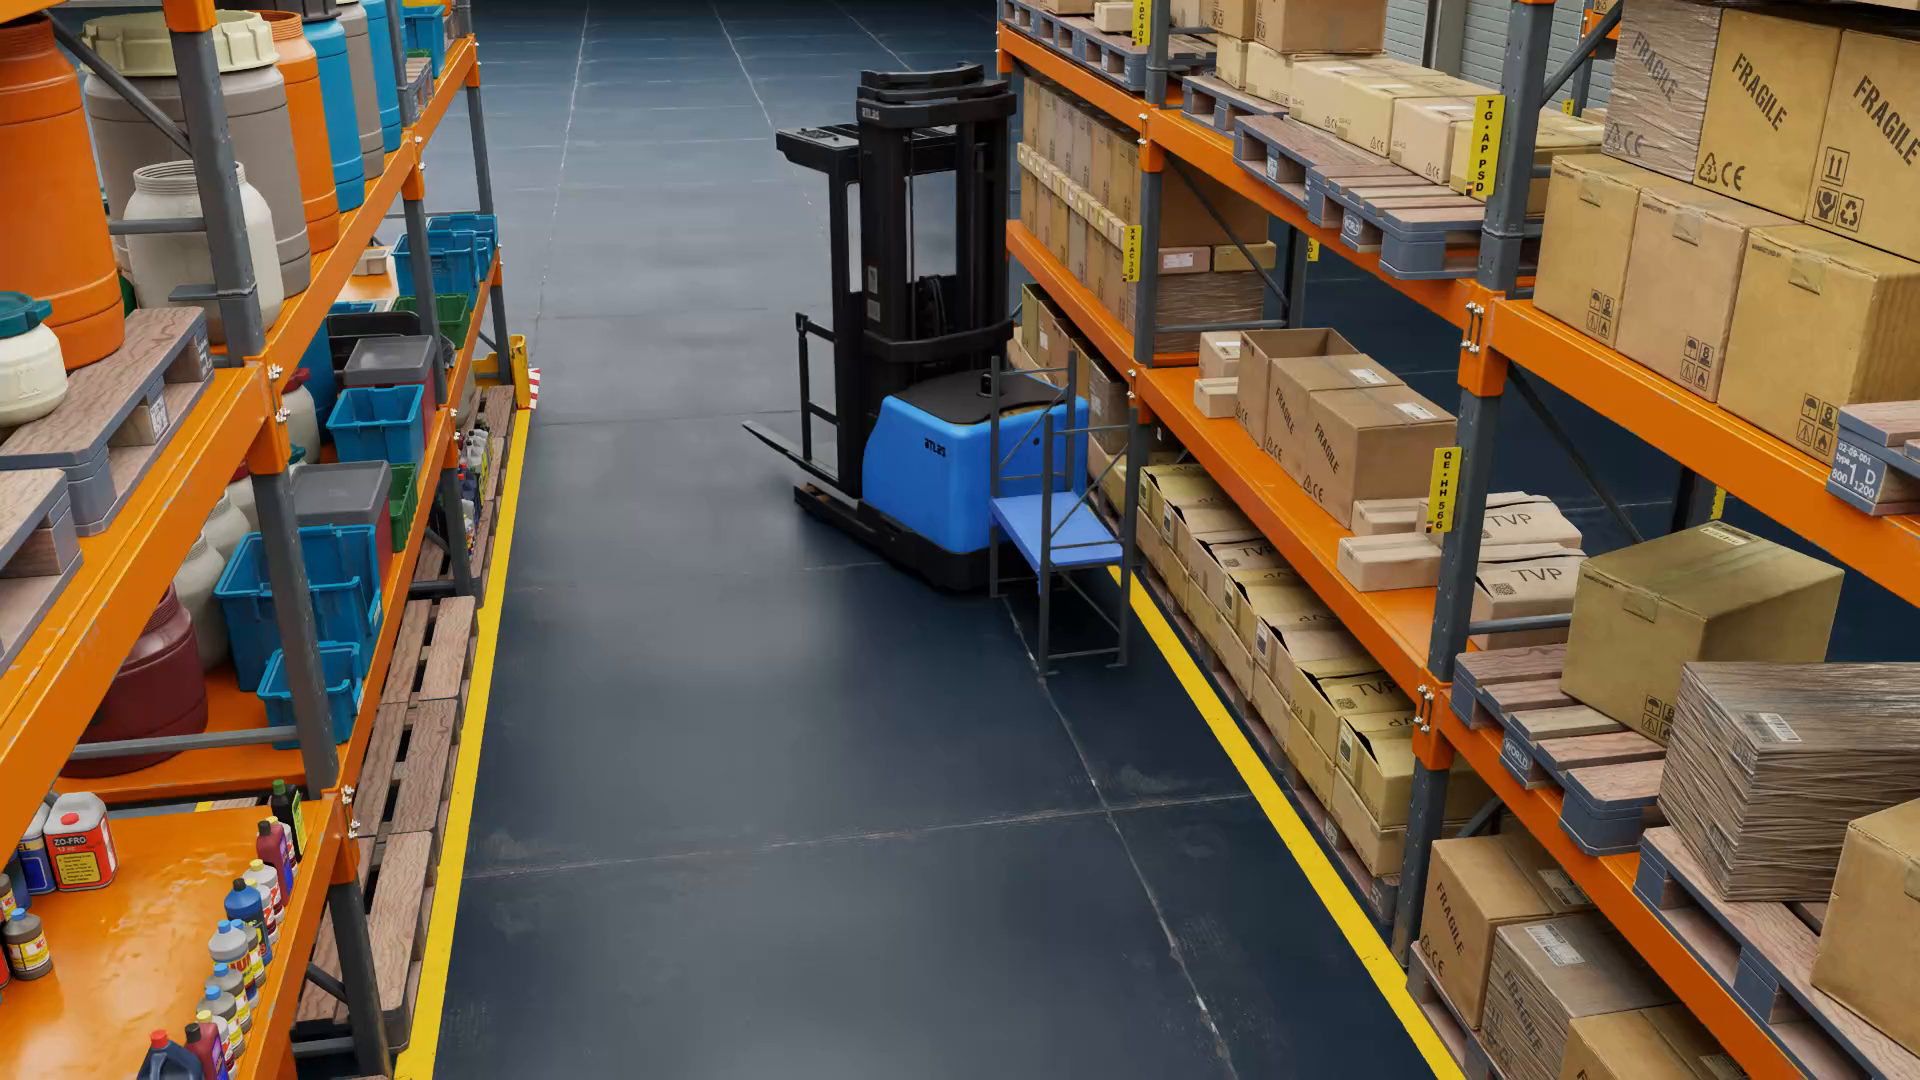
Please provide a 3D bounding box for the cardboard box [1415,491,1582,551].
[{"bbox_3d":[2.303,-0.014,7.146,0.500,0.311,0.500,-5,24,-10],"label":"cardboard box"}]

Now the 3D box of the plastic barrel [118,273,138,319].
[{"bbox_3d":[-2.687,-0.721,5.098,0.294,0.245,0.294,0,24,0],"label":"plastic barrel"}]

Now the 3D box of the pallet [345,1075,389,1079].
[{"bbox_3d":[-2.404,2.261,5.309,1.003,0.211,1.213,-4,24,-10],"label":"pallet"}]

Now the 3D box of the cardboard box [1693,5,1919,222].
[{"bbox_3d":[2.446,-1.195,4.616,0.500,0.500,0.500,-4,24,-10],"label":"cardboard box"}]

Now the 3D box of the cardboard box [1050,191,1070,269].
[{"bbox_3d":[1.060,-2.295,12.132,0.700,0.500,0.500,-4,24,-9],"label":"cardboard box"}]

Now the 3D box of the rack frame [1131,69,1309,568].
[{"bbox_3d":[1.538,-1.262,9.892,1.000,3.000,0.127,-4,24,-10],"label":"rack frame"}]

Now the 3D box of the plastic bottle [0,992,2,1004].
[{"bbox_3d":[-2.689,1.154,4.520,0.097,0.271,0.097,0,24,0],"label":"plastic bottle"}]

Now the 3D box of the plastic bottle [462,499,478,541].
[{"bbox_3d":[-3.045,-0.133,10.161,0.152,0.276,0.135,-3,24,-8],"label":"plastic bottle"}]

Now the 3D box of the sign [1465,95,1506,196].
[{"bbox_3d":[1.731,-1.299,5.484,0.100,0.325,0.005,-4,24,-10],"label":"sign"}]

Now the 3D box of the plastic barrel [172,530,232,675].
[{"bbox_3d":[-2.991,0.236,6.322,0.421,0.512,0.421,0,24,0],"label":"plastic barrel"}]

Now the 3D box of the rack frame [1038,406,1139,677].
[{"bbox_3d":[0.673,0.027,8.814,0.500,1.500,0.032,-6,24,-13],"label":"rack frame"}]

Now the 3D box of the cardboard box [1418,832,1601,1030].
[{"bbox_3d":[2.081,1.455,6.244,0.500,0.500,0.500,-3,24,-7],"label":"cardboard box"}]

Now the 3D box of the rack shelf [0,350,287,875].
[{"bbox_3d":[-2.221,0.418,3.196,1.077,0.370,4.000,-4,24,-10],"label":"rack shelf"}]

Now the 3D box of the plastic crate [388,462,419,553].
[{"bbox_3d":[-2.731,-0.136,7.578,0.450,0.188,0.662,-4,24,-10],"label":"plastic crate"}]

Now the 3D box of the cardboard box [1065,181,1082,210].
[{"bbox_3d":[0.943,-2.404,11.571,0.380,0.149,0.250,-4,24,-9],"label":"cardboard box"}]

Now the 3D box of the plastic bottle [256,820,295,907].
[{"bbox_3d":[-2.054,0.948,4.977,0.061,0.283,0.133,-4,24,-10],"label":"plastic bottle"}]

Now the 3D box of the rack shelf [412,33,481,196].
[{"bbox_3d":[-3.700,-2.729,10.401,1.077,0.370,4.000,-4,24,-10],"label":"rack shelf"}]

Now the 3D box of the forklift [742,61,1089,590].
[{"bbox_3d":[-0.458,-1.577,10.700,1.130,2.935,3.031,-16,28,-32],"label":"forklift"}]

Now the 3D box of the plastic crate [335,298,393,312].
[{"bbox_3d":[-3.880,-1.396,10.529,0.530,0.136,0.437,-4,24,-10],"label":"plastic crate"}]

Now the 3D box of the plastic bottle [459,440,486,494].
[{"bbox_3d":[-3.186,-0.474,10.849,0.144,0.351,0.185,-4,24,-10],"label":"plastic bottle"}]

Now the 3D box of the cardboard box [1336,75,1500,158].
[{"bbox_3d":[1.929,-1.792,7.021,0.500,0.250,0.500,-5,24,-11],"label":"cardboard box"}]

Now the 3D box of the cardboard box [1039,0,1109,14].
[{"bbox_3d":[0.837,-3.839,11.220,0.500,0.500,0.500,-4,24,-10],"label":"cardboard box"}]

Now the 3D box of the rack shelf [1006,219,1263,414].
[{"bbox_3d":[1.168,-1.719,11.838,1.077,0.370,4.000,-4,24,-10],"label":"rack shelf"}]

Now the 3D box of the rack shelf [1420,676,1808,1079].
[{"bbox_3d":[2.647,1.427,4.633,1.077,0.370,4.000,-4,24,-10],"label":"rack shelf"}]

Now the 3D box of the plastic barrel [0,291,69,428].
[{"bbox_3d":[-2.249,-0.417,3.856,0.301,0.262,0.301,0,24,0],"label":"plastic barrel"}]

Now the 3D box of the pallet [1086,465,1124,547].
[{"bbox_3d":[1.432,-0.300,11.174,1.003,0.211,1.213,-4,24,-10],"label":"pallet"}]

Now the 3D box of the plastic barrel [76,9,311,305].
[{"bbox_3d":[-2.530,-1.267,5.530,0.600,0.901,0.600,0,24,0],"label":"plastic barrel"}]

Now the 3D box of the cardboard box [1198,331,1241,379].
[{"bbox_3d":[1.672,-1.003,9.486,0.500,0.250,0.500,-3,24,-6],"label":"cardboard box"}]

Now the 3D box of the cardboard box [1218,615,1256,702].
[{"bbox_3d":[1.654,0.587,8.569,0.500,0.250,0.500,-4,24,-9],"label":"cardboard box"}]

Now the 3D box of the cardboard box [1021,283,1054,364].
[{"bbox_3d":[0.773,-1.688,12.840,0.500,0.500,0.500,-4,24,-10],"label":"cardboard box"}]

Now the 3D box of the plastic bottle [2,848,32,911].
[{"bbox_3d":[-2.834,0.977,4.926,0.097,0.271,0.097,0,24,0],"label":"plastic bottle"}]

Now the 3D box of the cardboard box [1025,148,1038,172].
[{"bbox_3d":[0.711,-2.905,12.718,0.380,0.149,0.250,-5,24,-11],"label":"cardboard box"}]

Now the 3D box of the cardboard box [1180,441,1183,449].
[{"bbox_3d":[1.660,-0.940,11.128,0.500,0.500,0.500,-4,24,-10],"label":"cardboard box"}]

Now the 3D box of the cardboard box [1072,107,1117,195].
[{"bbox_3d":[1.171,-2.669,11.367,0.700,0.500,0.500,-4,24,-10],"label":"cardboard box"}]

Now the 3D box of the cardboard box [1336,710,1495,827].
[{"bbox_3d":[1.939,0.934,7.074,0.500,0.311,0.500,-4,24,-8],"label":"cardboard box"}]

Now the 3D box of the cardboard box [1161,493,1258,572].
[{"bbox_3d":[1.457,-0.073,9.380,0.500,0.311,0.500,-5,24,-10],"label":"cardboard box"}]

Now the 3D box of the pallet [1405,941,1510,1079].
[{"bbox_3d":[2.379,1.885,6.169,1.003,0.211,1.213,-4,24,-10],"label":"pallet"}]

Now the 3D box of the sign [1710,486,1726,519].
[{"bbox_3d":[2.809,-0.227,6.175,0.100,0.325,0.005,-4,24,-10],"label":"sign"}]

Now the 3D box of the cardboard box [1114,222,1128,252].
[{"bbox_3d":[1.182,-1.897,10.410,0.380,0.149,0.250,-5,24,-11],"label":"cardboard box"}]

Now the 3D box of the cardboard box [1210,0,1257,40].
[{"bbox_3d":[1.613,-2.859,8.526,0.500,0.500,0.500,-4,24,-9],"label":"cardboard box"}]

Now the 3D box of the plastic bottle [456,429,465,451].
[{"bbox_3d":[-3.385,-0.628,11.284,0.061,0.283,0.133,-4,24,-10],"label":"plastic bottle"}]

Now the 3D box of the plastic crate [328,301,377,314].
[{"bbox_3d":[-3.802,-1.244,10.037,0.499,0.251,0.616,-4,24,-10],"label":"plastic crate"}]

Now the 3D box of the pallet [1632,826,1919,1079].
[{"bbox_3d":[2.642,1.164,4.578,1.003,0.211,1.213,-4,24,-10],"label":"pallet"}]

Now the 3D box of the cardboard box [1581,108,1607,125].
[{"bbox_3d":[5.459,-3.278,13.733,0.500,0.500,0.500,-4,24,-10],"label":"cardboard box"}]

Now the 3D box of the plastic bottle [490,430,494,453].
[{"bbox_3d":[-3.300,-0.700,11.551,0.097,0.201,0.097,0,24,0],"label":"plastic bottle"}]

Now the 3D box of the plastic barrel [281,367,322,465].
[{"bbox_3d":[-3.369,-0.567,8.130,0.433,0.535,0.433,0,24,0],"label":"plastic barrel"}]

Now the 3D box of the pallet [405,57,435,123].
[{"bbox_3d":[-3.560,-2.462,9.127,1.213,0.211,1.003,-4,24,-10],"label":"pallet"}]

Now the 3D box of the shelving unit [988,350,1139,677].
[{"bbox_3d":[0.548,-0.170,9.266,0.538,1.500,1.048,-6,24,-13],"label":"shelving unit"}]

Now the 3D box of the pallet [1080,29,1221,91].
[{"bbox_3d":[1.355,-2.930,10.074,1.003,0.211,1.213,-4,24,-10],"label":"pallet"}]

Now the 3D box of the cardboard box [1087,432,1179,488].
[{"bbox_3d":[1.155,-0.558,11.191,0.500,0.250,0.500,-4,24,-10],"label":"cardboard box"}]

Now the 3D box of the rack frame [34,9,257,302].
[{"bbox_3d":[-2.591,-2.073,4.253,1.000,3.000,0.127,-4,24,-10],"label":"rack frame"}]
